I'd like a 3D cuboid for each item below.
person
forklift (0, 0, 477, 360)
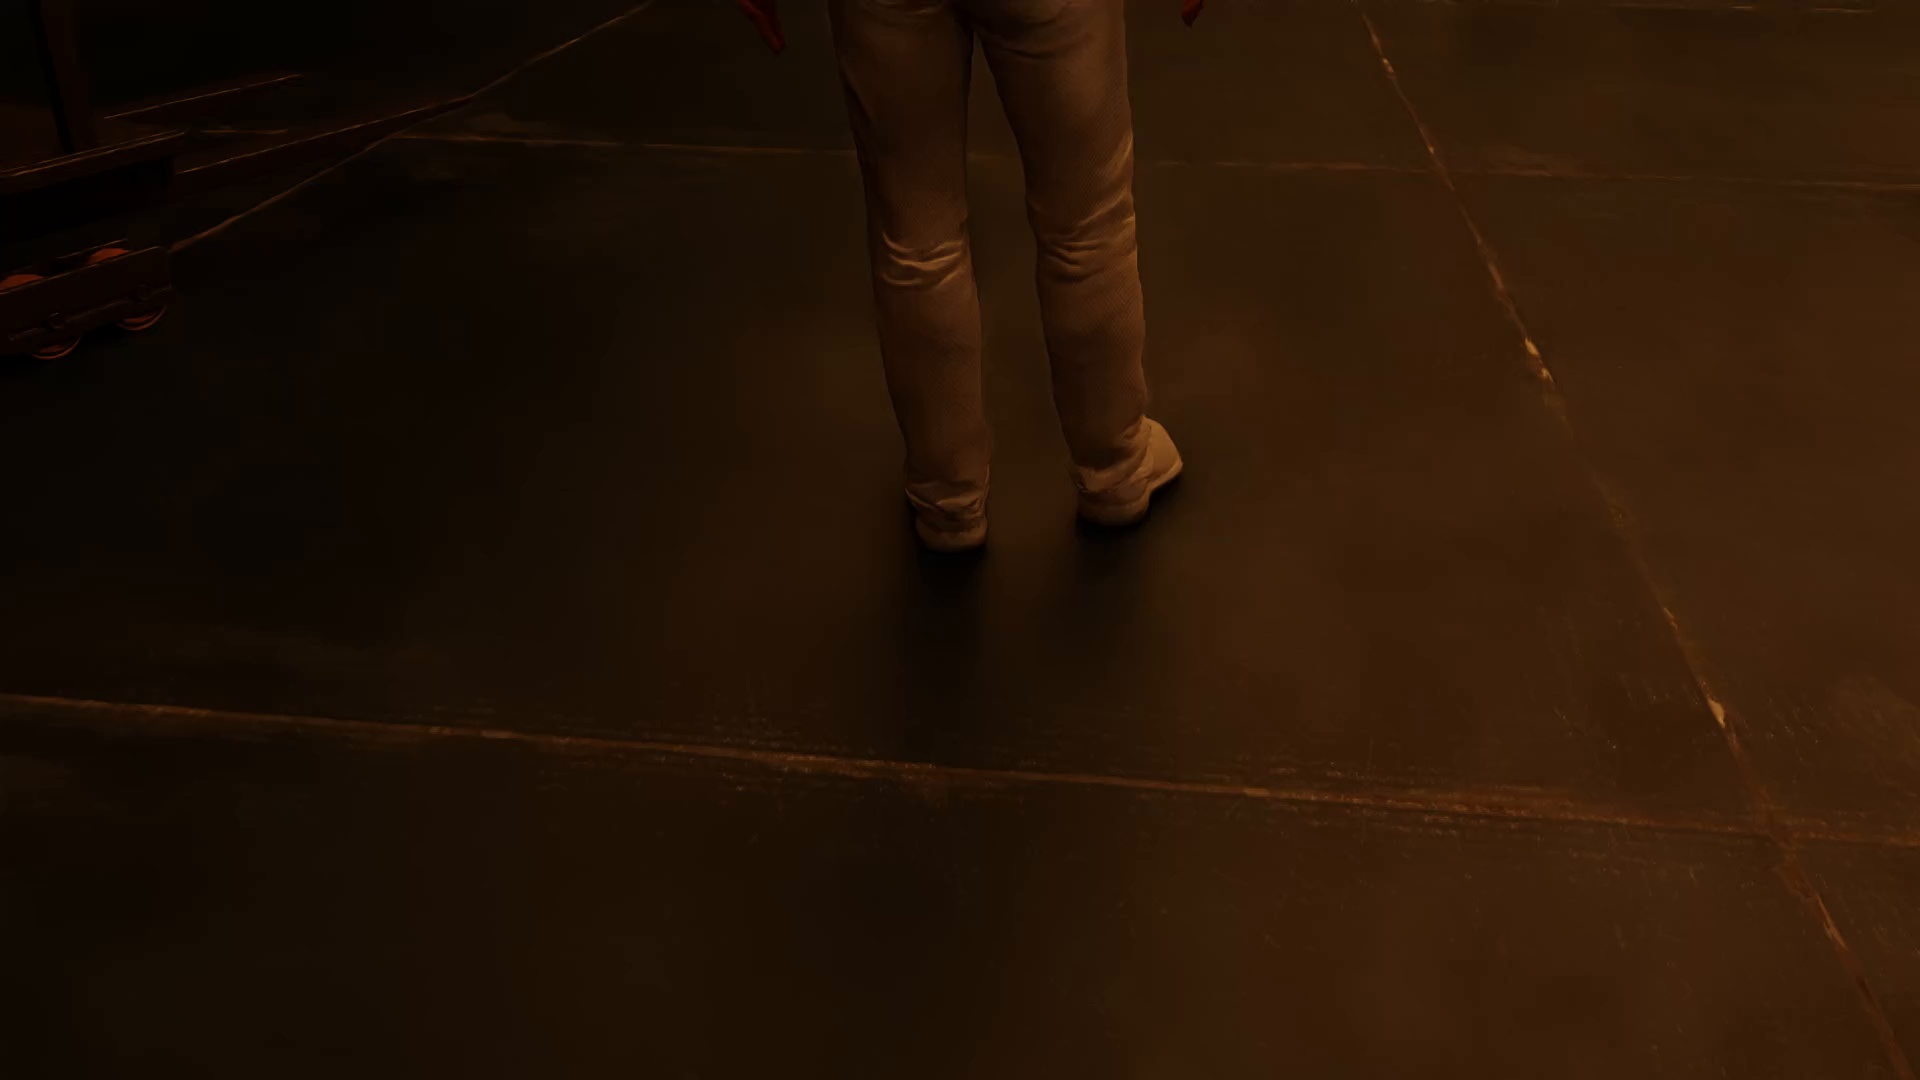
[{"bbox_3d":[0.015,-0.827,2.164,0.665,1.766,0.576,3,27,7],"label":"person"},{"bbox_3d":[-2.250,-1.737,2.699,1.130,2.935,3.031,13,29,24],"label":"forklift"}]
